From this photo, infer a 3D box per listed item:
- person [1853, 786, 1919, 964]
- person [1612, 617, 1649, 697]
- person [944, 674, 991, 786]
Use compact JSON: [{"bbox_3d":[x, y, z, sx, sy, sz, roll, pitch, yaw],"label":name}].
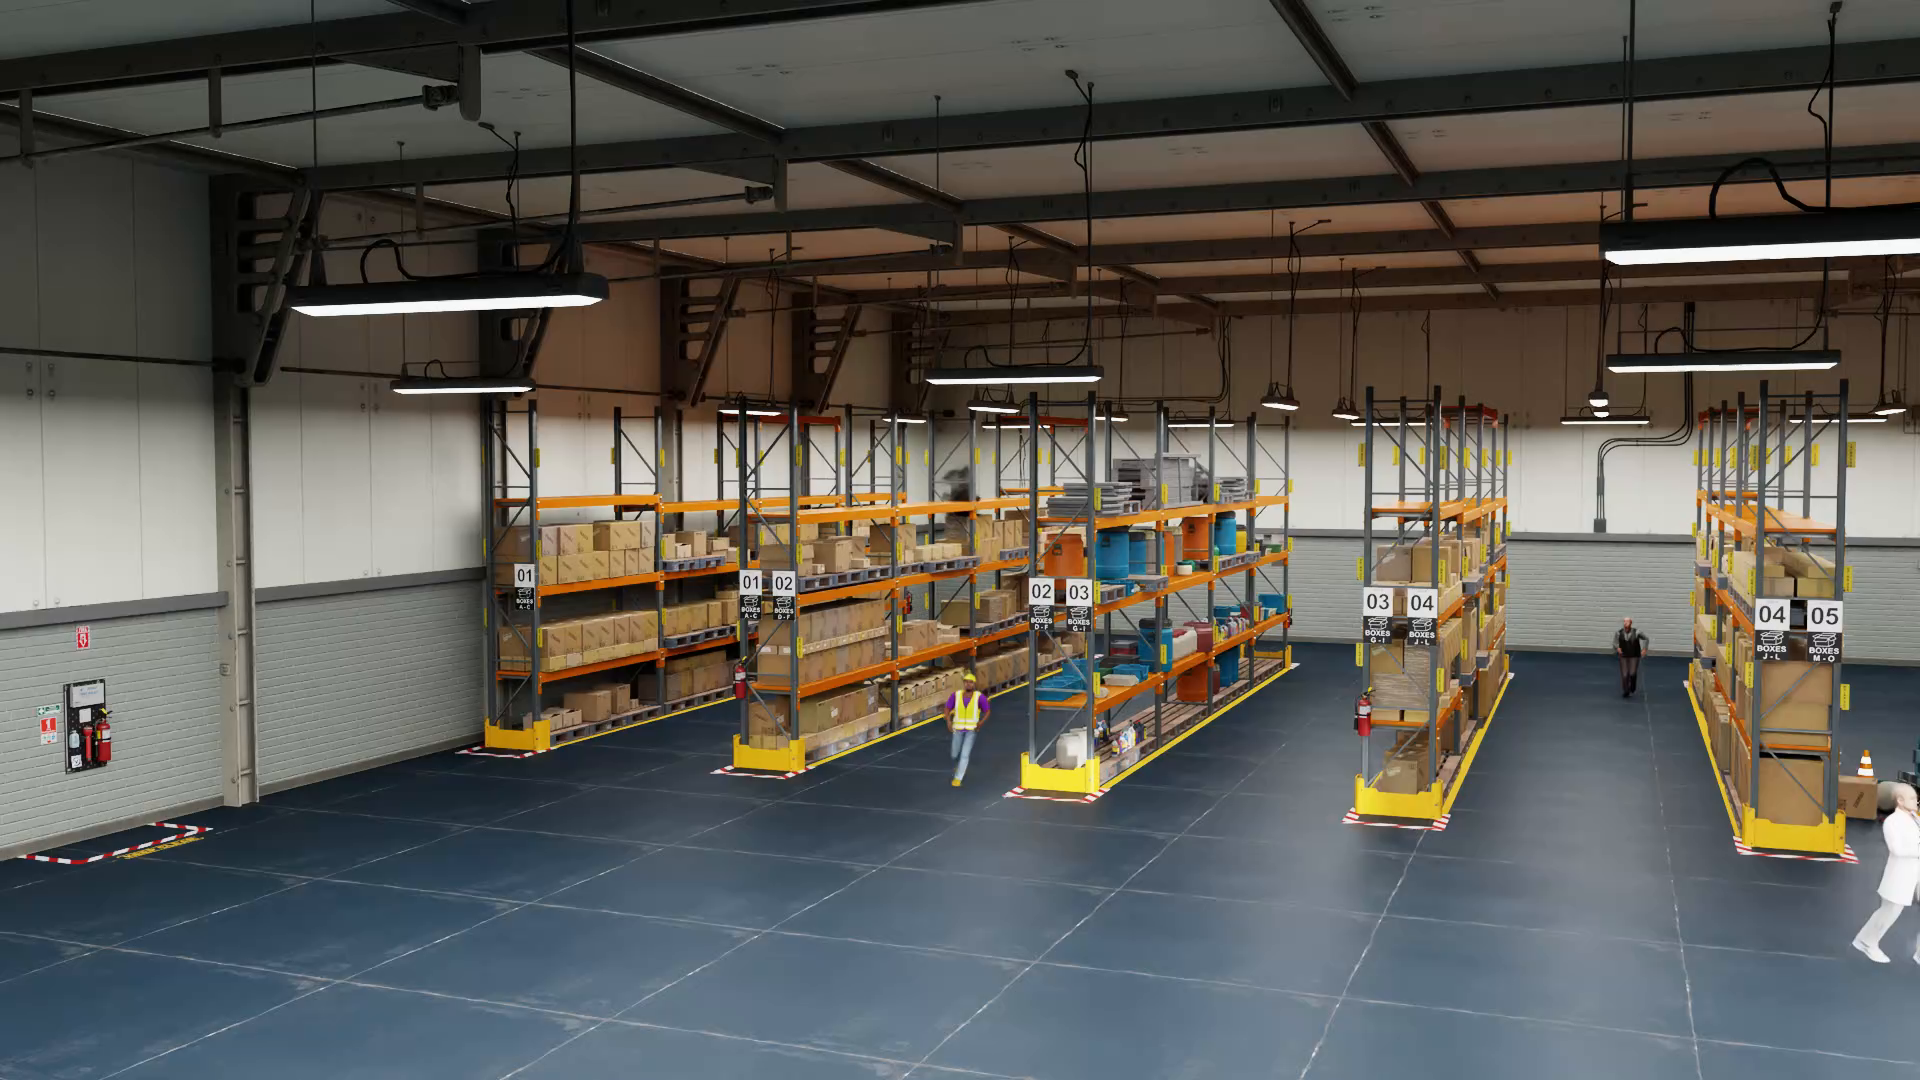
[{"bbox_3d":[9.183,3.331,16.204,0.677,1.801,0.866,-2,3,-30],"label":"person"},{"bbox_3d":[13.945,2.454,34.649,0.683,1.679,0.699,2,3,33],"label":"person"},{"bbox_3d":[0.112,2.903,25.575,0.729,1.700,0.671,0,3,6],"label":"person"}]
